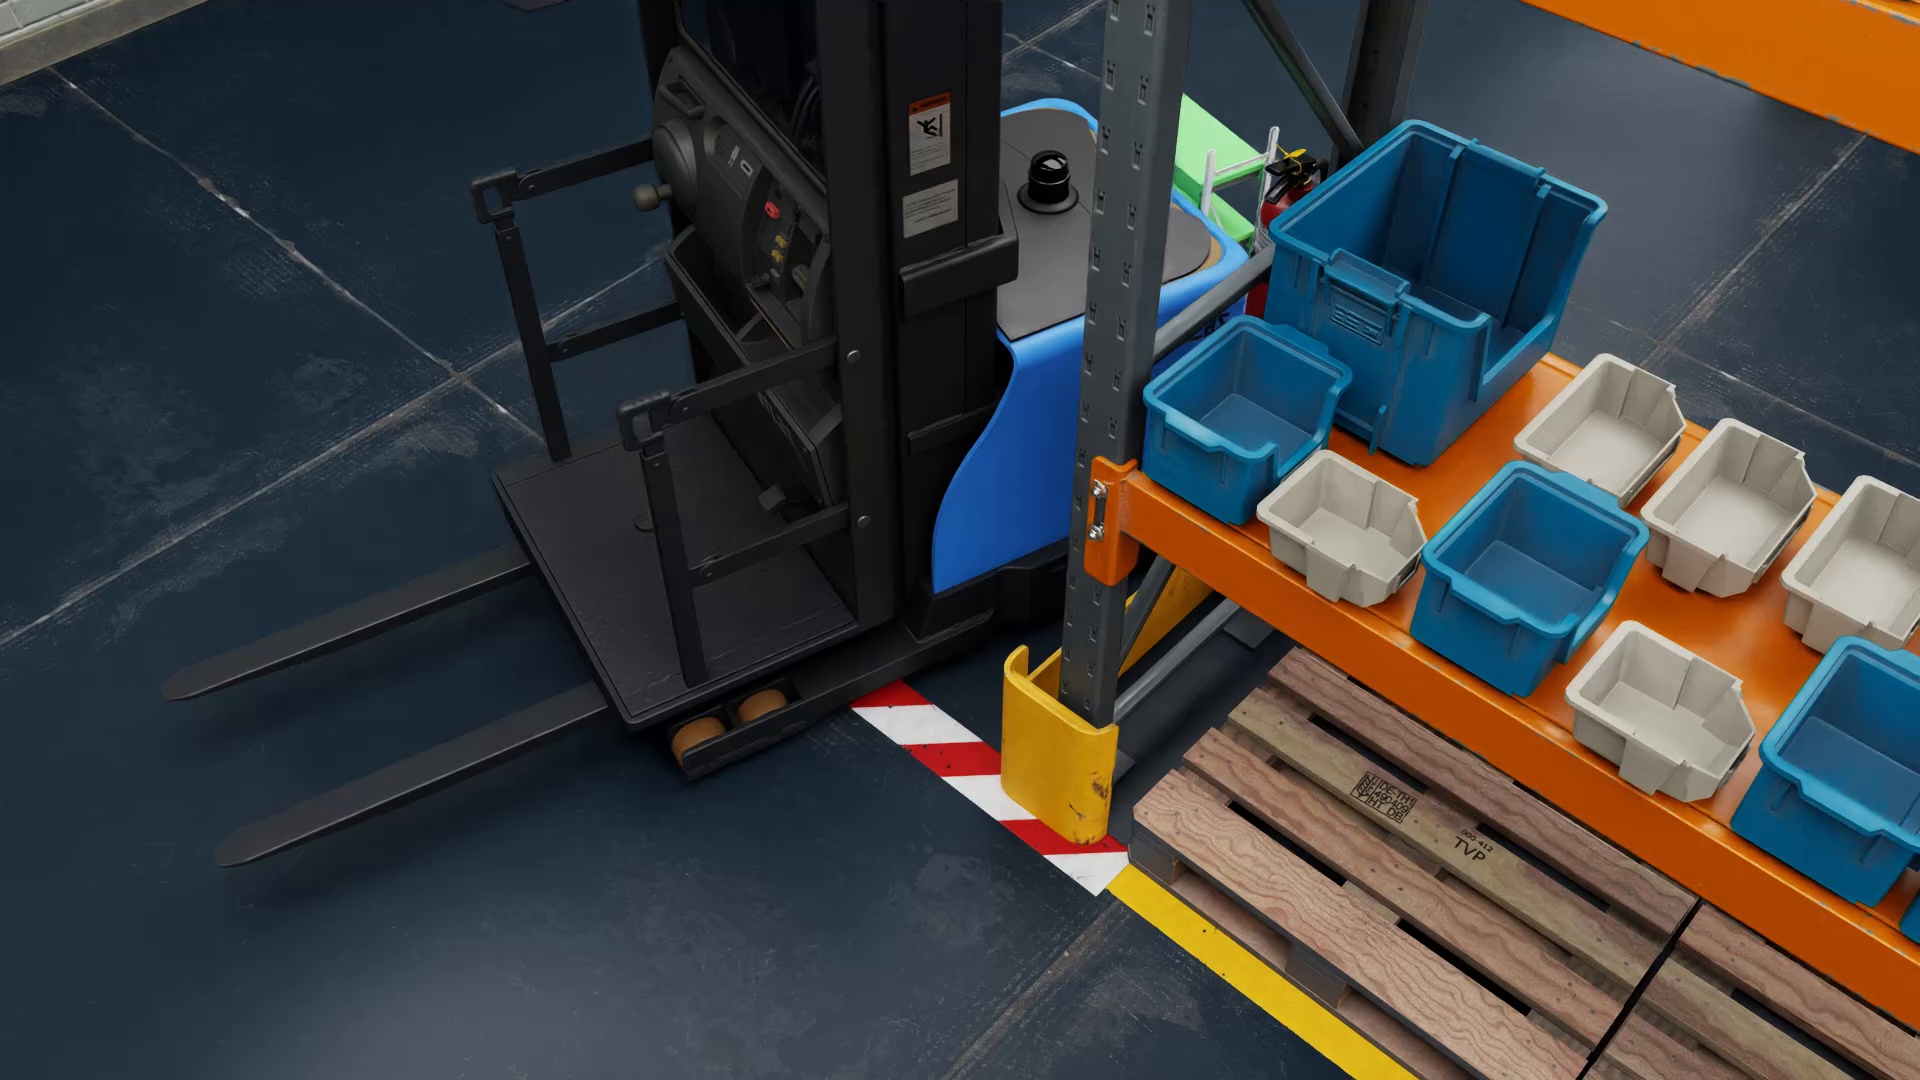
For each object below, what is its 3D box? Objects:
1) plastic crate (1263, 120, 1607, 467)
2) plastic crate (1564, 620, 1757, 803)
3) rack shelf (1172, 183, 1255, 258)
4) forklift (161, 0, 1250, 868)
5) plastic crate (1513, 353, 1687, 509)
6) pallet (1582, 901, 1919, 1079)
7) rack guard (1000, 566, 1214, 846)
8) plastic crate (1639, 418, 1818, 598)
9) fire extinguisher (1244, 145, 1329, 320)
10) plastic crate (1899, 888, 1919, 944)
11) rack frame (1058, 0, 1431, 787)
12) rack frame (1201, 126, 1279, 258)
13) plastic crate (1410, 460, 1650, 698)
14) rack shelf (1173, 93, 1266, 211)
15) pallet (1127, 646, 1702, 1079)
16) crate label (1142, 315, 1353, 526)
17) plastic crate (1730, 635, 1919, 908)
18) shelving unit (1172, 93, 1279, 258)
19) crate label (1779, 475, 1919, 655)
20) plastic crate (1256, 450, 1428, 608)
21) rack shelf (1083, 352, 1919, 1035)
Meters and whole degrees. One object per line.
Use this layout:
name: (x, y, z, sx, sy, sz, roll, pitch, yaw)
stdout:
plastic crate: (1.007, -0.544, 3.638, 0.499, 0.435, 0.616, 34, 55, 28)
plastic crate: (1.271, 0.329, 3.023, 0.298, 0.136, 0.250, 34, 55, 28)
rack shelf: (0.670, -0.984, 5.109, 0.258, 0.148, 0.480, -23, 51, -20)
forklift: (-0.720, -0.793, 3.984, 3.031, 2.935, 1.130, -23, 51, -20)
plastic crate: (1.357, -0.201, 3.521, 0.243, 0.136, 0.396, 34, 55, 28)
pallet: (2.106, 1.409, 3.782, 1.213, 0.211, 1.003, 34, 55, 28)
rack guard: (0.608, 0.274, 4.650, 0.348, 0.500, 1.175, 34, 55, 28)
plastic crate: (1.560, -0.050, 3.379, 0.243, 0.136, 0.396, 34, 55, 28)
fire extinguisher: (0.832, -0.741, 4.197, 0.183, 0.674, 0.296, 34, 55, 28)
plastic crate: (1.781, 0.558, 2.743, 0.300, 0.233, 0.416, 34, 55, 28)
rack frame: (0.634, -0.577, 3.734, 0.127, 3.000, 1.000, 34, 55, 28)
rack frame: (0.795, -0.710, 5.094, 0.240, 1.200, 0.015, -23, 51, -20)
plastic crate: (1.076, 0.084, 3.188, 0.300, 0.233, 0.416, 34, 55, 28)
rack shelf: (0.670, -1.148, 4.934, 0.258, 0.148, 0.480, -23, 51, -20)
pallet: (1.214, 0.806, 4.348, 1.213, 0.211, 1.003, 34, 55, 28)
crate label: (0.593, -0.242, 3.493, 0.303, 0.233, 0.416, 34, 55, 28)
plastic crate: (1.560, 0.409, 2.882, 0.300, 0.233, 0.416, 34, 55, 28)
shelving unit: (0.670, -0.863, 5.238, 0.258, 1.200, 0.503, -23, 51, -20)
crate label: (1.781, 0.075, 3.262, 0.243, 0.136, 0.396, 34, 55, 28)
plastic crate: (0.772, -0.006, 3.338, 0.298, 0.136, 0.250, 34, 55, 28)
rack shelf: (2.104, 0.658, 3.068, 4.000, 0.370, 1.077, 34, 55, 28)
